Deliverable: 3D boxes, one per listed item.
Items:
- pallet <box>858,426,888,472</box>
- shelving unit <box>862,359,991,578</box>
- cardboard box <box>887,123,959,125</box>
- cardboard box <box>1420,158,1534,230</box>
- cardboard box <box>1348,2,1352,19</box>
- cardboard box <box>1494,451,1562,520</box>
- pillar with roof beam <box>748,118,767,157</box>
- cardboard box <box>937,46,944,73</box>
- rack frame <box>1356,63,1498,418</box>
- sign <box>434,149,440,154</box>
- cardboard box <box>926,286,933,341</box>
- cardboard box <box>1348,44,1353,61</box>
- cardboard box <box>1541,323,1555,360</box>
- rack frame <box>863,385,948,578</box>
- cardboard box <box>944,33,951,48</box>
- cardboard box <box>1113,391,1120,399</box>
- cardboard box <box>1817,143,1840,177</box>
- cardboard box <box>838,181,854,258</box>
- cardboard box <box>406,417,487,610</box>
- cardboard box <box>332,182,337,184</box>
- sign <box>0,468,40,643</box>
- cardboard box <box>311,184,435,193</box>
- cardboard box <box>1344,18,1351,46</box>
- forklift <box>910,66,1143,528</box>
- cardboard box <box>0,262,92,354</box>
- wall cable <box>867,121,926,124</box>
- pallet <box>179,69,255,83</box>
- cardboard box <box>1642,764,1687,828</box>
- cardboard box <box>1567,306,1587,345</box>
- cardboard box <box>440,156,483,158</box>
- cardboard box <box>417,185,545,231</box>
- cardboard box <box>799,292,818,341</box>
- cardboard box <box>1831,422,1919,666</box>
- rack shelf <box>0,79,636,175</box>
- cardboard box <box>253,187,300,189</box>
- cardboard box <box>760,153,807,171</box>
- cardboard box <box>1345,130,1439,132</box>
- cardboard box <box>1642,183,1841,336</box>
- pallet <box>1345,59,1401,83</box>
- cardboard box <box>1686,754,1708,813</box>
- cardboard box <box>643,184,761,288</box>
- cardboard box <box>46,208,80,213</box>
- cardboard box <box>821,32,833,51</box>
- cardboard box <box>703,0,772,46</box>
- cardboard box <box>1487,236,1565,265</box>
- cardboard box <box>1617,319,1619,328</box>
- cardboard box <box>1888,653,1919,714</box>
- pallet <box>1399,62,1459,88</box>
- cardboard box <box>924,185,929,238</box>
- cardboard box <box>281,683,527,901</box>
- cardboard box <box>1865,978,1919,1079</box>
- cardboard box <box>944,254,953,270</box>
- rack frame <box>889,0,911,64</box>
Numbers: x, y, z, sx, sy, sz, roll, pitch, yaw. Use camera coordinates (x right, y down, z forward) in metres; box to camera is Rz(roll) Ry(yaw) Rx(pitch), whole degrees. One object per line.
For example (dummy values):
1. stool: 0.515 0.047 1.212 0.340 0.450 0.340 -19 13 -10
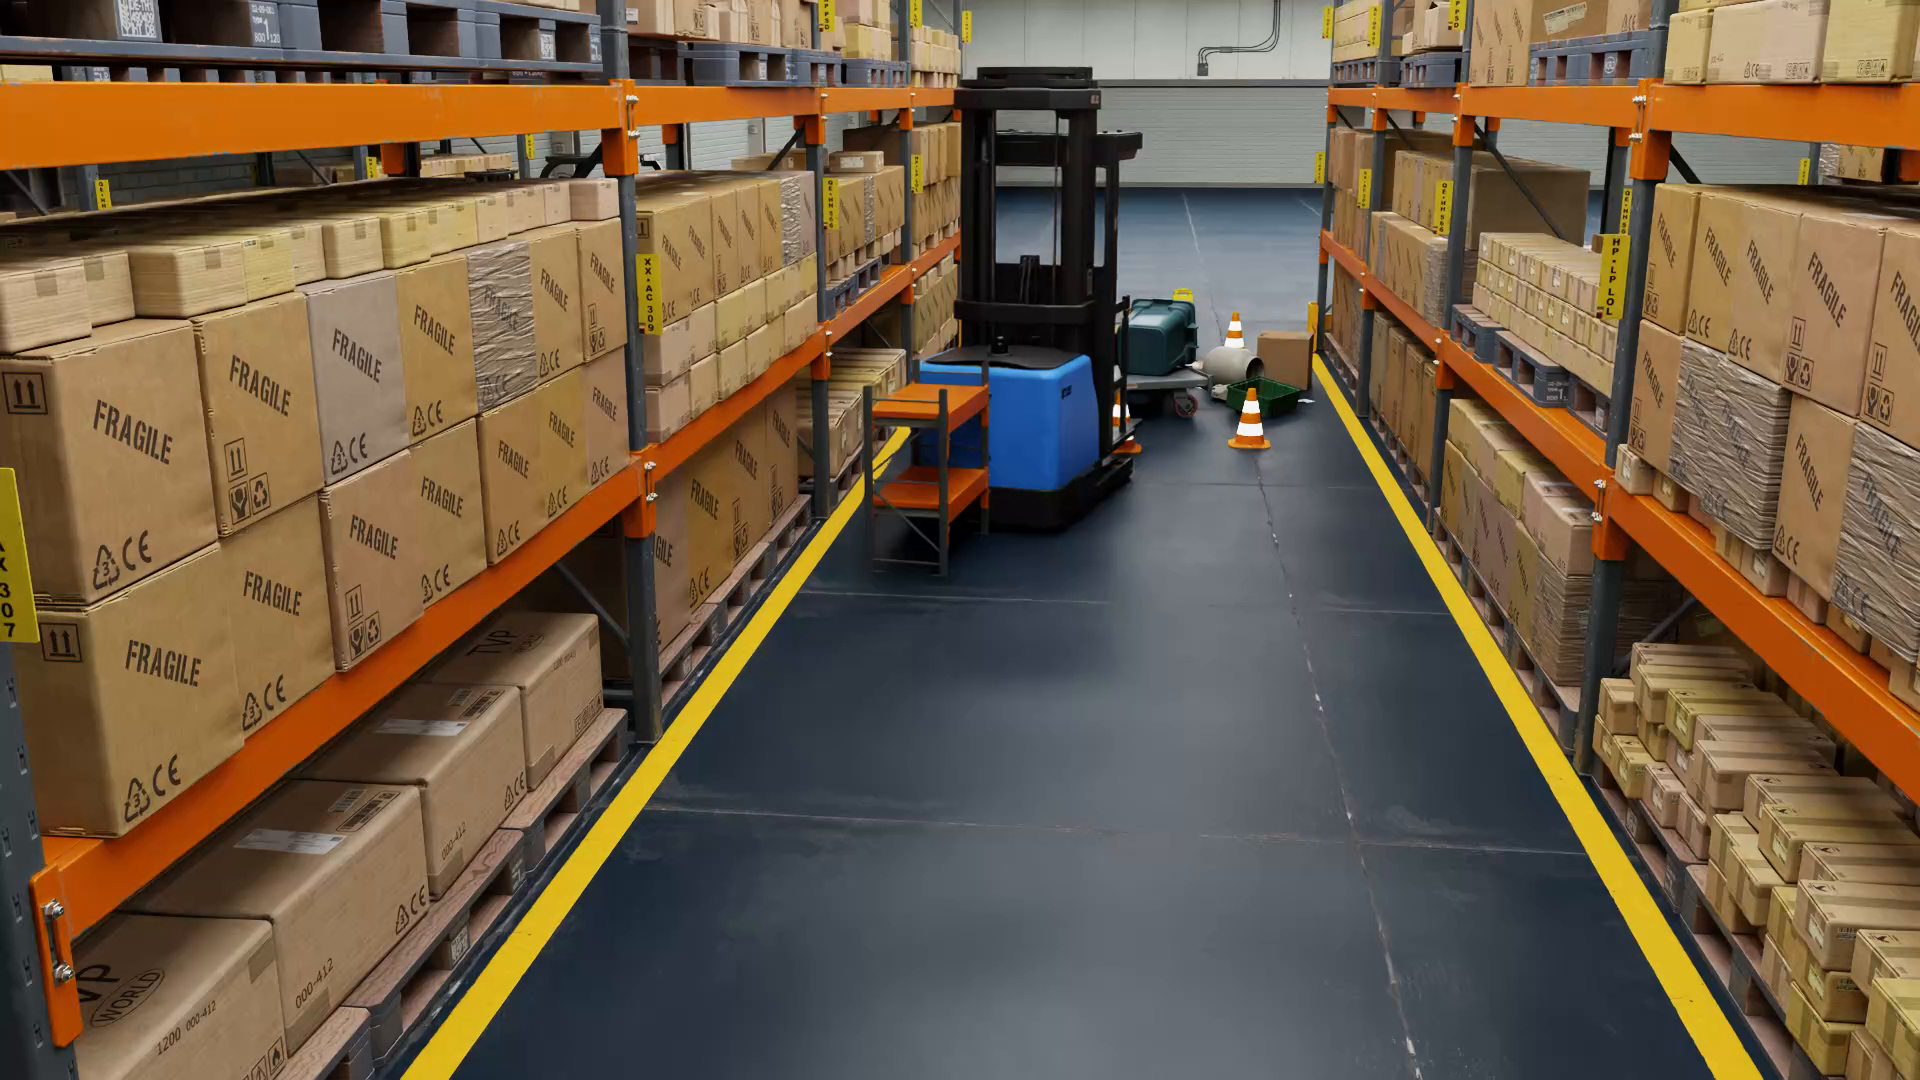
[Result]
1. pallet: -1.148 -0.780 13.142 1.003 0.211 1.213 2 15 6
2. shelving unit: -0.189 -0.466 10.230 0.538 1.125 1.048 4 16 14
3. cardboard box: -0.381 -4.087 17.354 0.700 0.500 0.500 2 15 7
4. cardboard box: 3.781 -2.532 12.173 0.700 0.500 0.500 2 15 6
5. cardboard box: 3.956 -5.119 16.058 0.380 0.149 0.250 2 15 6
6. cardboard box: 3.050 -0.280 8.498 0.500 0.250 0.500 1 15 4
7. pillar with roof beam: -0.073 -11.112 34.516 9.100 9.000 0.400 2 15 6
8. cardboard box: -0.432 -4.665 16.139 0.500 0.250 0.500 2 15 7
9. rack frame: 4.003 -2.526 14.256 1.000 3.000 0.127 2 15 6
10. sign: -5.959 -4.302 19.015 0.100 0.325 0.005 2 15 6
11. cardboard box: -0.543 -2.167 15.956 0.500 0.500 0.500 2 15 9
12. cardboard box: 3.927 -4.668 15.918 0.380 0.149 0.250 2 15 7
13. cardboard box: 3.092 -0.979 8.213 0.380 0.149 0.250 2 15 9
14. rack frame: -0.318 -0.338 9.755 0.500 1.125 0.032 4 16 14
15. cardboard box: -0.298 -5.166 17.226 0.380 0.149 0.250 2 15 6
16. cardboard box: 1.298 -1.474 15.603 0.258 0.266 0.396 -10 18 -32
17. cardboard box: 9.038 -3.931 16.775 0.500 0.500 0.500 2 15 6
18. cardboard box: -1.046 -2.248 11.662 0.500 0.500 0.500 2 15 9
19. cardboard box: -1.797 -0.091 5.061 0.500 0.500 0.500 2 15 8
20. cardboard box: -6.085 -3.309 15.718 0.380 0.149 0.250 1 15 5
21. sign: -1.730 0.029 2.999 0.100 0.325 0.005 2 15 6
22. cardboard box: -2.123 -1.206 6.025 0.380 0.149 0.250 2 15 6
23. cardboard box: 4.033 -4.953 16.208 0.500 0.250 0.500 2 15 6
24. forklift: 0.639 -1.835 11.835 1.130 2.935 3.031 5 16 19
25. cardboard box: -1.966 -0.461 3.271 0.380 0.149 0.250 2 15 7
26. wall cable: -1.350 -13.577 49.581 3.097 2.526 0.112 2 15 6
27. pallet: -6.200 -3.579 12.766 1.003 0.211 1.213 2 15 9
28. cardboard box: 2.734 0.943 6.087 0.380 0.149 0.250 2 15 6
29. cardboard box: 3.035 -0.989 7.678 0.380 0.149 0.250 1 15 4
30. cardboard box: -5.340 -4.038 17.845 0.380 0.149 0.250 2 15 7
31. cardboard box: -1.724 -1.196 5.988 0.380 0.149 0.250 2 15 6
32. cardboard box: -1.177 -1.397 10.368 0.500 0.250 0.500 1 15 4
33. cardboard box: 2.555 0.005 4.134 0.500 0.500 0.500 2 15 6
34. rack shelf: -2.055 -1.152 4.809 1.077 0.370 4.000 2 15 6
35. cardboard box: -6.112 -3.067 14.824 0.380 0.149 0.250 1 15 5
36. cardboard box: -1.352 -2.957 13.041 0.380 0.149 0.250 3 15 9
37. cardboard box: 4.404 -3.916 17.043 0.875 0.550 0.550 2 15 6
38. cardboard box: 2.807 -1.016 5.994 0.500 0.500 0.500 2 15 8
39. pallet: 4.246 -4.458 15.827 1.003 0.211 1.213 2 15 6
40. cardboard box: 2.777 0.866 5.800 0.380 0.149 0.250 1 15 3
41. cardboard box: -1.353 -1.604 8.741 0.500 0.500 0.500 1 15 5
42. cardboard box: -6.467 -2.341 12.140 0.380 0.149 0.250 2 15 6
43. cardboard box: -1.261 -3.350 11.365 0.700 0.500 0.500 2 15 6
44. cardboard box: -1.289 -2.841 8.680 0.500 0.500 0.500 2 15 7
45. cardboard box: 3.279 -1.673 9.640 0.380 0.149 0.250 1 15 5
46. cardboard box: 2.952 -0.929 6.889 0.380 0.149 0.250 2 15 9
47. cardboard box: 2.548 0.352 4.096 0.380 0.149 0.250 1 15 4
48. pallet: 3.949 -3.642 13.005 0.805 0.209 1.217 1 15 4
49. cardboard box: -0.567 -3.074 15.522 0.500 0.500 0.500 2 15 6
50. cardboard box: -2.107 0.856 5.855 0.875 0.438 0.875 1 15 5
51. cardboard box: 2.445 1.194 4.018 0.380 0.149 0.250 1 15 5
52. cardboard box: -0.281 -2.921 17.500 0.380 0.149 0.250 2 15 8
53. rack frame: -0.927 -5.541 13.915 1.000 3.000 0.127 2 15 6
